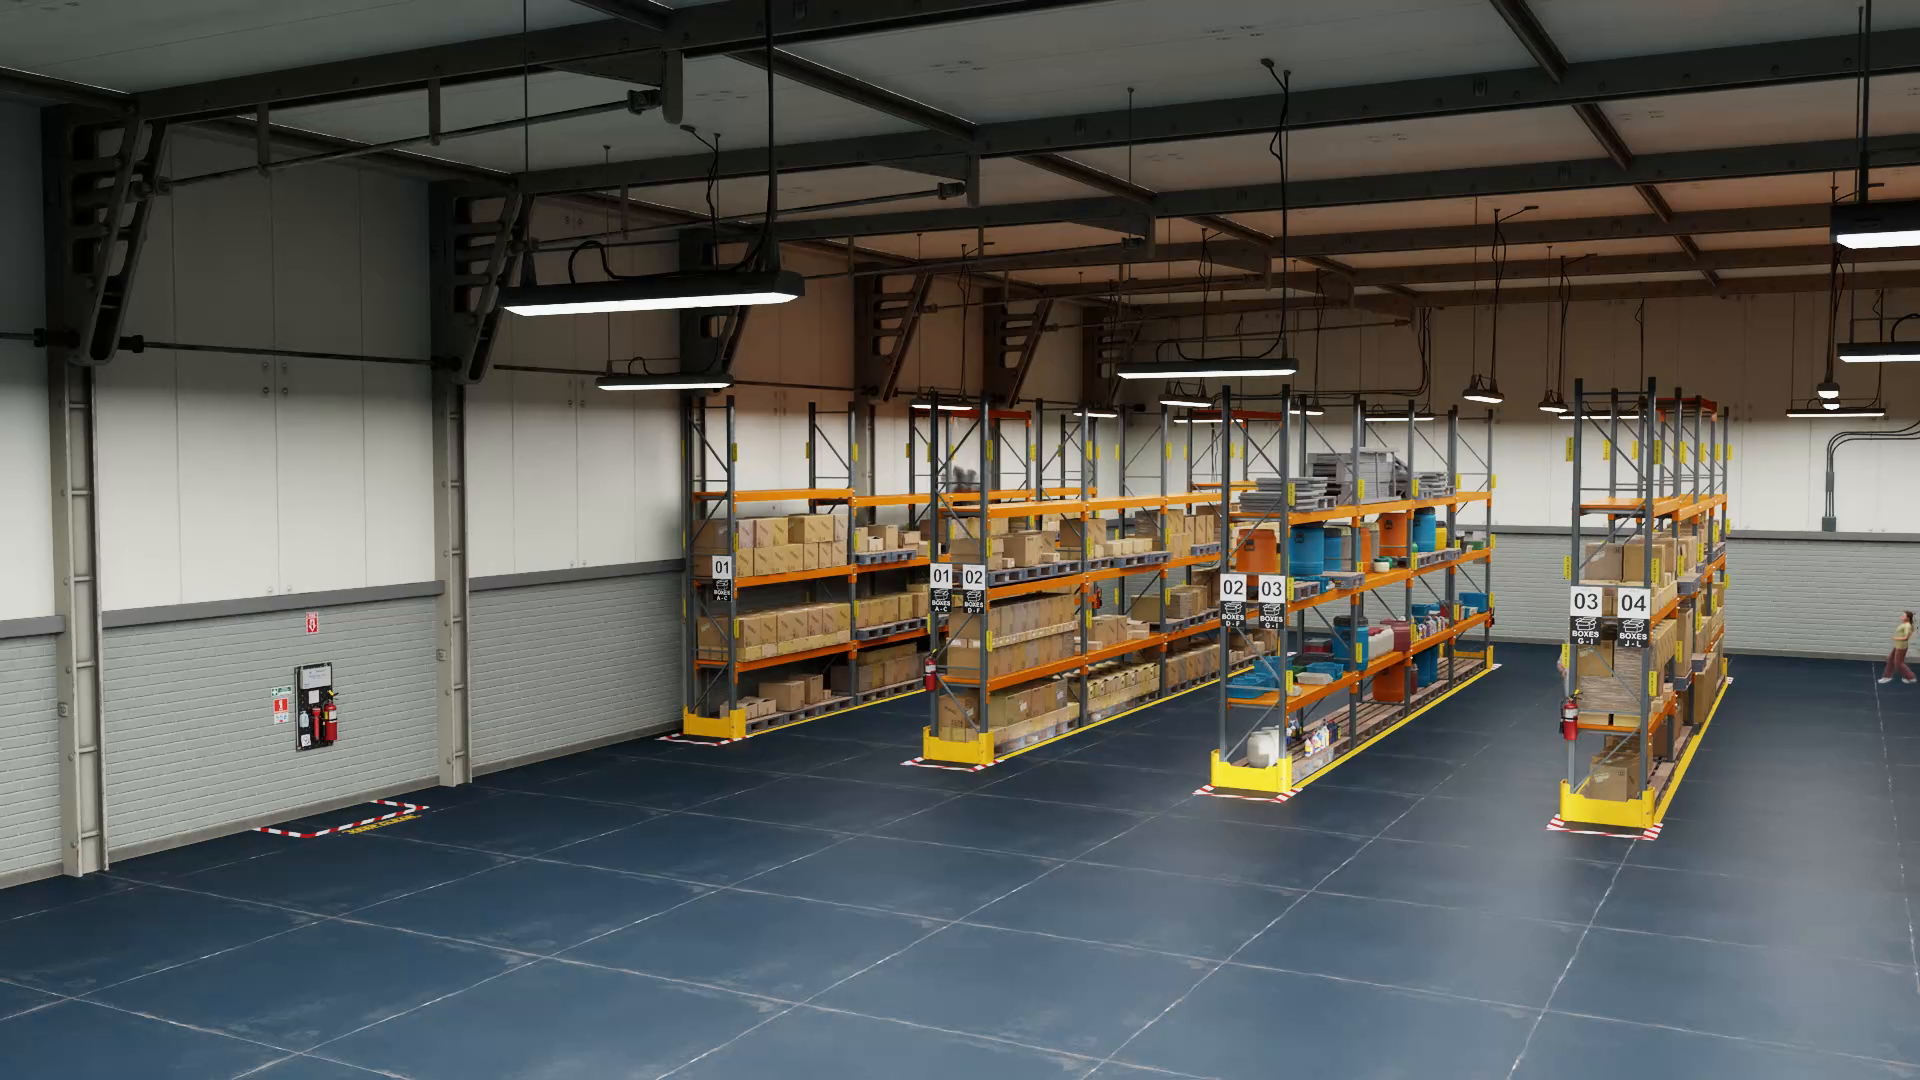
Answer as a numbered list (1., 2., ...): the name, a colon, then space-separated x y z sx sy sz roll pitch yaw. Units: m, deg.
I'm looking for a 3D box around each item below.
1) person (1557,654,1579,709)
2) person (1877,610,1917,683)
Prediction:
1. person: 11.131 2.549 30.058 0.659 1.732 0.561 1 3 22
2. person: 20.131 2.313 35.714 0.731 1.643 0.699 2 3 30
